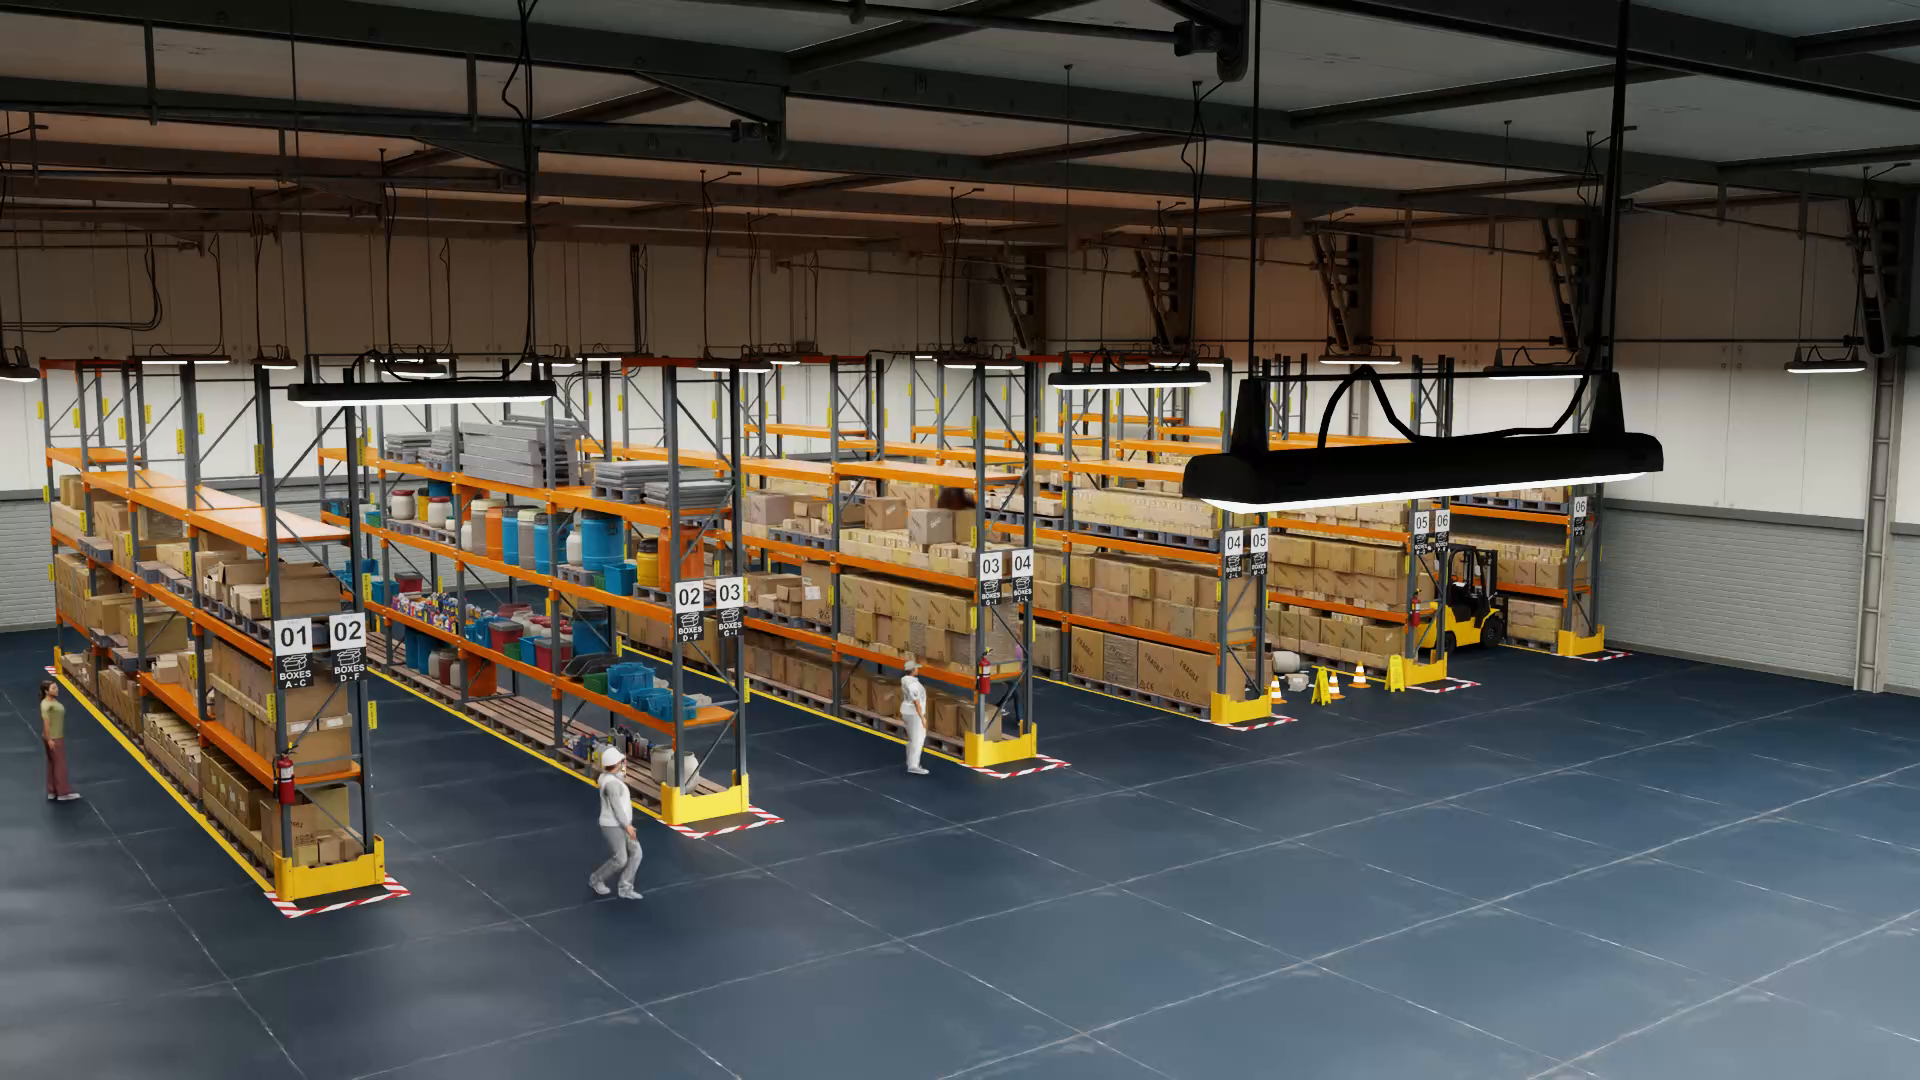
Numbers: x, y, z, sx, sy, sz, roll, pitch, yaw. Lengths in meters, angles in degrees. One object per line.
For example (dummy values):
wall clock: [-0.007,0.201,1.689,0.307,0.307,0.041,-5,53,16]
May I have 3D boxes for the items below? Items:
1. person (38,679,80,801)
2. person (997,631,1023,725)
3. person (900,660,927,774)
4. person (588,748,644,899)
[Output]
person: [-12.477,2.749,23.003,0.424,1.671,0.486,-5,8,-34]
person: [0.907,2.275,27.531,0.403,1.492,0.959,-5,9,-38]
person: [-0.676,2.615,24.426,0.395,1.733,0.513,-1,7,-7]
person: [-3.924,3.230,18.914,0.628,1.772,0.650,0,7,-4]
